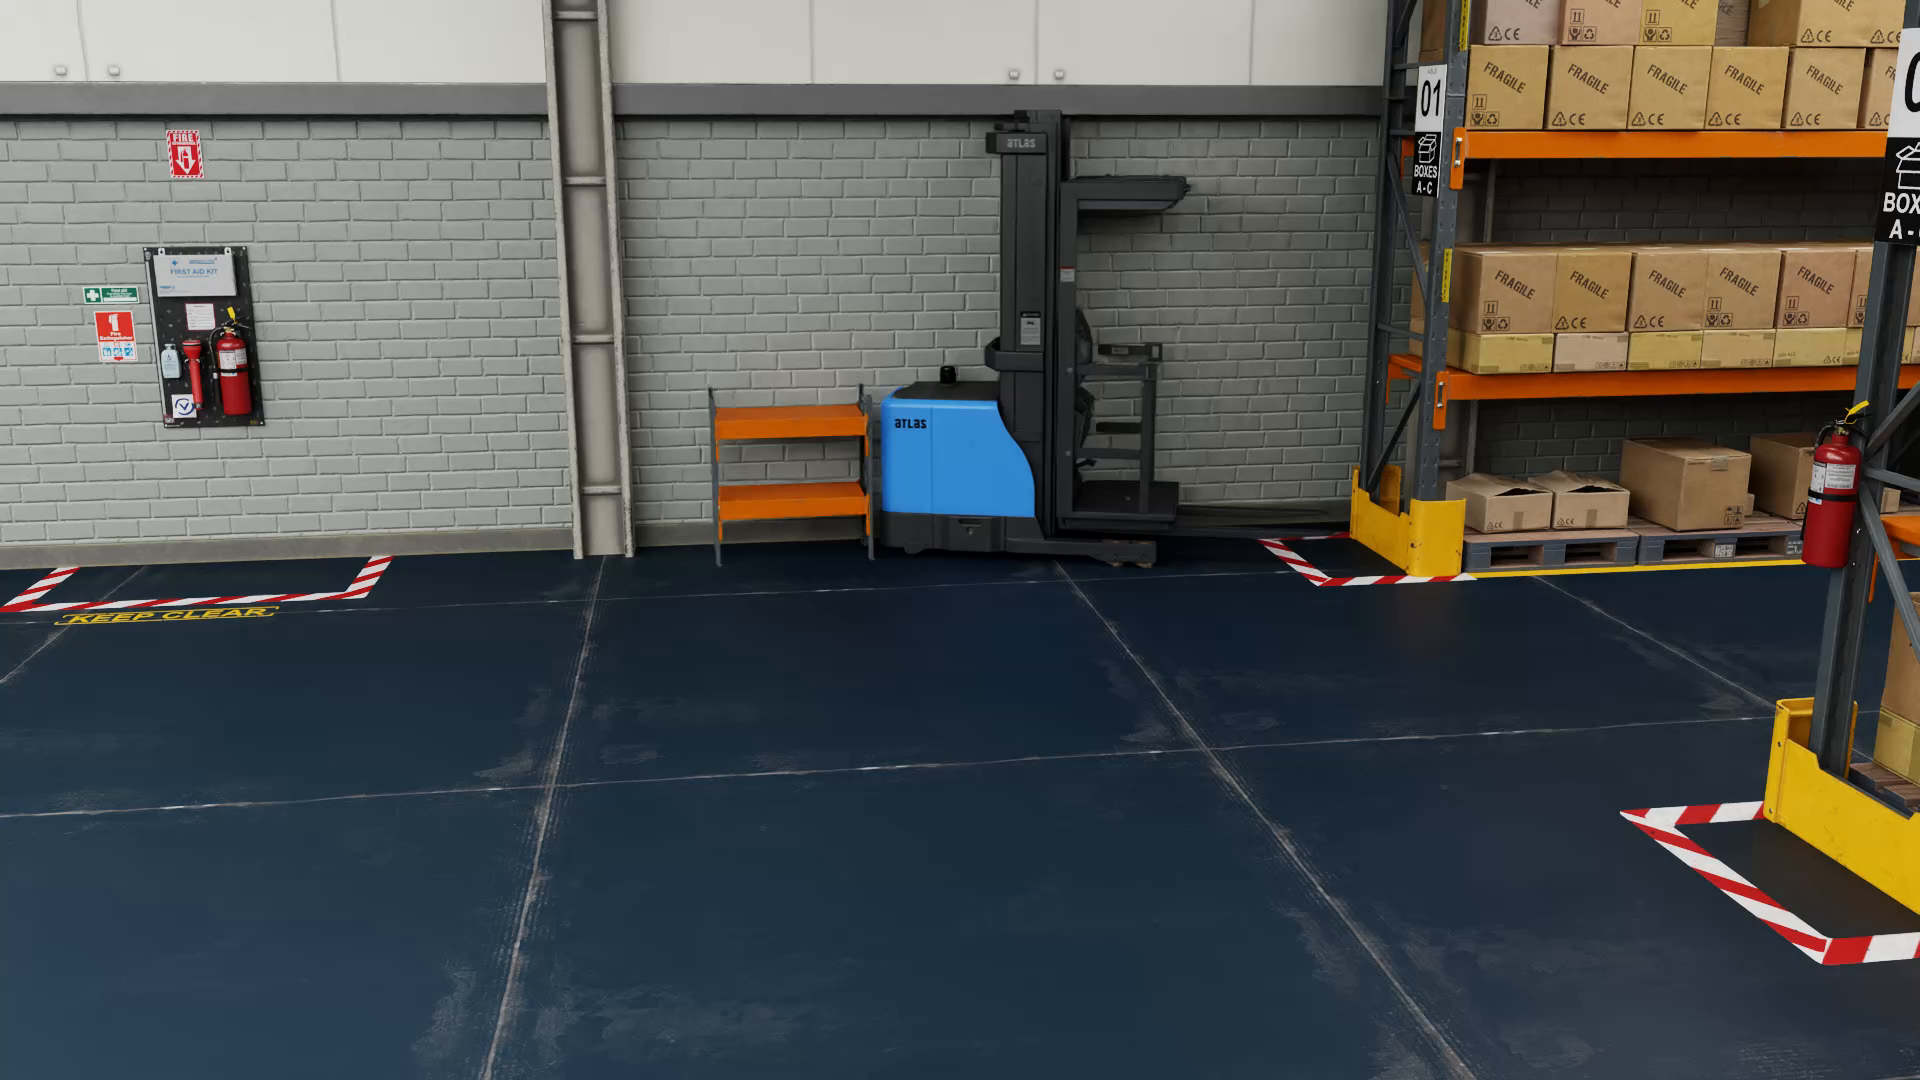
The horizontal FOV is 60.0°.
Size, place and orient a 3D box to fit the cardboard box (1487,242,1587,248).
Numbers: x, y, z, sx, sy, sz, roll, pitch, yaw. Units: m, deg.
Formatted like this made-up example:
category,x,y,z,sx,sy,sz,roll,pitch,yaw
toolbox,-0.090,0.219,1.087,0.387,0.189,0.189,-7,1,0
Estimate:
category,x,y,z,sx,sy,sz,roll,pitch,yaw
cardboard box,3.875,-1.740,11.219,0.500,0.500,0.500,-2,14,-8

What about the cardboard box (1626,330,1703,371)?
category,x,y,z,sx,sy,sz,roll,pitch,yaw
cardboard box,4.487,-1.273,10.897,0.500,0.250,0.500,-2,14,-9

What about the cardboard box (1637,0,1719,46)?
category,x,y,z,sx,sy,sz,roll,pitch,yaw
cardboard box,4.367,-3.336,10.389,0.500,0.500,0.500,-2,14,-7

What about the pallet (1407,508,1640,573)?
category,x,y,z,sx,sy,sz,roll,pitch,yaw
pallet,3.825,-0.026,11.393,1.213,0.211,1.003,-2,14,-8

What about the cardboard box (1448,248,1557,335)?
category,x,y,z,sx,sy,sz,roll,pitch,yaw
cardboard box,3.458,-1.601,10.664,0.500,0.500,0.500,-2,14,-8

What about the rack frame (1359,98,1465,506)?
category,x,y,z,sx,sy,sz,roll,pitch,yaw
rack frame,2.941,-1.355,10.959,0.127,3.000,1.000,-2,14,-8

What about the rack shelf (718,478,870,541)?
category,x,y,z,sx,sy,sz,roll,pitch,yaw
rack shelf,-1.139,-0.211,11.258,1.000,0.278,0.538,-2,14,-10

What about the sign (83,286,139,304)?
category,x,y,z,sx,sy,sz,roll,pitch,yaw
sign,-5.434,-1.568,10.644,0.331,0.109,0.001,-2,14,-8

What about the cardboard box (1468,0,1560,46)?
category,x,y,z,sx,sy,sz,roll,pitch,yaw
cardboard box,3.358,-3.309,10.281,0.500,0.500,0.500,-3,14,-12

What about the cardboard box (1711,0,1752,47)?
category,x,y,z,sx,sy,sz,roll,pitch,yaw
cardboard box,4.855,-3.483,10.976,0.500,0.500,0.500,-2,14,-8

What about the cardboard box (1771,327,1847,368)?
category,x,y,z,sx,sy,sz,roll,pitch,yaw
cardboard box,5.484,-1.309,11.042,0.500,0.250,0.500,-2,14,-9

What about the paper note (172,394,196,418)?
category,x,y,z,sx,sy,sz,roll,pitch,yaw
paper note,-5.063,-0.874,10.850,0.142,0.148,0.016,-2,14,-8

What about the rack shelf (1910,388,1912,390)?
category,x,y,z,sx,sy,sz,roll,pitch,yaw
rack shelf,8.874,-1.224,11.913,4.000,0.370,1.077,-2,14,-8

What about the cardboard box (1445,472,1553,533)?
category,x,y,z,sx,sy,sz,roll,pitch,yaw
cardboard box,3.639,-0.268,11.246,0.500,0.311,0.500,-4,15,-15

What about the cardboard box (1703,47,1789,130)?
category,x,y,z,sx,sy,sz,roll,pitch,yaw
cardboard box,4.885,-2.875,10.608,0.500,0.500,0.500,-1,14,-5

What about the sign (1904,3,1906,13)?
category,x,y,z,sx,sy,sz,roll,pitch,yaw
sign,3.616,-2.141,6.268,0.005,0.325,0.100,-2,14,-8

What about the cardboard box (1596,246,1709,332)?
category,x,y,z,sx,sy,sz,roll,pitch,yaw
cardboard box,4.460,-1.634,10.795,0.500,0.500,0.500,-3,14,-10

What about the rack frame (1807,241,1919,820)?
category,x,y,z,sx,sy,sz,roll,pitch,yaw
rack frame,3.683,-0.164,6.208,0.127,3.000,1.000,-2,14,-8

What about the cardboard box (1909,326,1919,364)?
category,x,y,z,sx,sy,sz,roll,pitch,yaw
cardboard box,6.473,-1.347,11.193,0.500,0.250,0.500,-2,14,-8

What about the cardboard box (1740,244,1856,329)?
category,x,y,z,sx,sy,sz,roll,pitch,yaw
cardboard box,5.483,-1.674,10.956,0.500,0.500,0.500,-3,14,-10

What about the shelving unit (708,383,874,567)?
category,x,y,z,sx,sy,sz,roll,pitch,yaw
shelving unit,-1.139,-0.449,11.198,1.048,1.125,0.538,-2,14,-10

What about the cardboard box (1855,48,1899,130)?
category,x,y,z,sx,sy,sz,roll,pitch,yaw
cardboard box,5.932,-2.920,10.786,0.500,0.500,0.500,-3,14,-13

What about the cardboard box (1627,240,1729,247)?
category,x,y,z,sx,sy,sz,roll,pitch,yaw
cardboard box,4.883,-1.778,11.370,0.500,0.500,0.500,-2,14,-8

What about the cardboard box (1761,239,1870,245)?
category,x,y,z,sx,sy,sz,roll,pitch,yaw
cardboard box,5.888,-1.816,11.523,0.500,0.500,0.500,-2,14,-9

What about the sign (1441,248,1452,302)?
category,x,y,z,sx,sy,sz,roll,pitch,yaw
sign,3.022,-1.644,10.333,0.005,0.325,0.100,-2,14,-8

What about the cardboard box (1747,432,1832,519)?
category,x,y,z,sx,sy,sz,roll,pitch,yaw
cardboard box,5.876,-0.454,11.599,0.500,0.500,0.500,-3,14,-13

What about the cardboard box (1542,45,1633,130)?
category,x,y,z,sx,sy,sz,roll,pitch,yaw
cardboard box,3.845,-2.831,10.431,0.500,0.500,0.500,-1,14,-5

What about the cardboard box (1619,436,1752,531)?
category,x,y,z,sx,sy,sz,roll,pitch,yaw
cardboard box,4.935,-0.395,11.363,0.500,0.500,0.700,-3,14,-12

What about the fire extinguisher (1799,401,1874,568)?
category,x,y,z,sx,sy,sz,roll,pitch,yaw
fire extinguisher,3.497,-0.234,6.646,0.183,0.674,0.296,-2,14,-8

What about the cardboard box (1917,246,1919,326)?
category,x,y,z,sx,sy,sz,roll,pitch,yaw
cardboard box,6.475,-1.709,11.097,0.500,0.500,0.500,-2,14,-8

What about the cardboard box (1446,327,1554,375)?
category,x,y,z,sx,sy,sz,roll,pitch,yaw
cardboard box,3.471,-1.233,10.741,0.500,0.250,0.500,-3,14,-10

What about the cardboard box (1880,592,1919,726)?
category,x,y,z,sx,sy,sz,roll,pitch,yaw
cardboard box,4.169,0.512,6.763,0.500,0.500,0.500,-2,14,-8

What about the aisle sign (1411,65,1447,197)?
category,x,y,z,sx,sy,sz,roll,pitch,yaw
aisle sign,2.914,-2.541,10.344,0.004,0.787,0.394,-2,14,-8

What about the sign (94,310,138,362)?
category,x,y,z,sx,sy,sz,roll,pitch,yaw
sign,-5.440,-1.313,10.717,0.234,0.329,0.001,-2,14,-8

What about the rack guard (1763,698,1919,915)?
category,x,y,z,sx,sy,sz,roll,pitch,yaw
rack guard,3.659,1.050,6.509,0.348,0.500,1.175,-2,14,-8

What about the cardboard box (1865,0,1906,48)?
category,x,y,z,sx,sy,sz,roll,pitch,yaw
cardboard box,5.898,-3.392,10.614,0.500,0.500,0.500,-1,14,-5

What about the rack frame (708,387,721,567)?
category,x,y,z,sx,sy,sz,roll,pitch,yaw
rack frame,-1.640,-0.427,11.114,0.032,1.125,0.500,-2,14,-10

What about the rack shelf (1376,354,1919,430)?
category,x,y,z,sx,sy,sz,roll,pitch,yaw
rack shelf,4.919,-1.079,11.335,4.000,0.370,1.077,-2,14,-8

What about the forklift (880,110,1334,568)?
category,x,y,z,sx,sy,sz,roll,pitch,yaw
forklift,1.019,-1.378,11.191,3.031,2.935,1.130,2,14,8

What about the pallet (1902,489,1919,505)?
category,x,y,z,sx,sy,sz,roll,pitch,yaw
pallet,7.666,-0.176,11.990,1.213,0.211,1.003,-2,14,-8

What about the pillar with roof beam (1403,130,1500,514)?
category,x,y,z,sx,sy,sz,roll,pitch,yaw
pillar with roof beam,4.146,-3.463,7.031,0.400,9.000,9.100,-2,14,-8
